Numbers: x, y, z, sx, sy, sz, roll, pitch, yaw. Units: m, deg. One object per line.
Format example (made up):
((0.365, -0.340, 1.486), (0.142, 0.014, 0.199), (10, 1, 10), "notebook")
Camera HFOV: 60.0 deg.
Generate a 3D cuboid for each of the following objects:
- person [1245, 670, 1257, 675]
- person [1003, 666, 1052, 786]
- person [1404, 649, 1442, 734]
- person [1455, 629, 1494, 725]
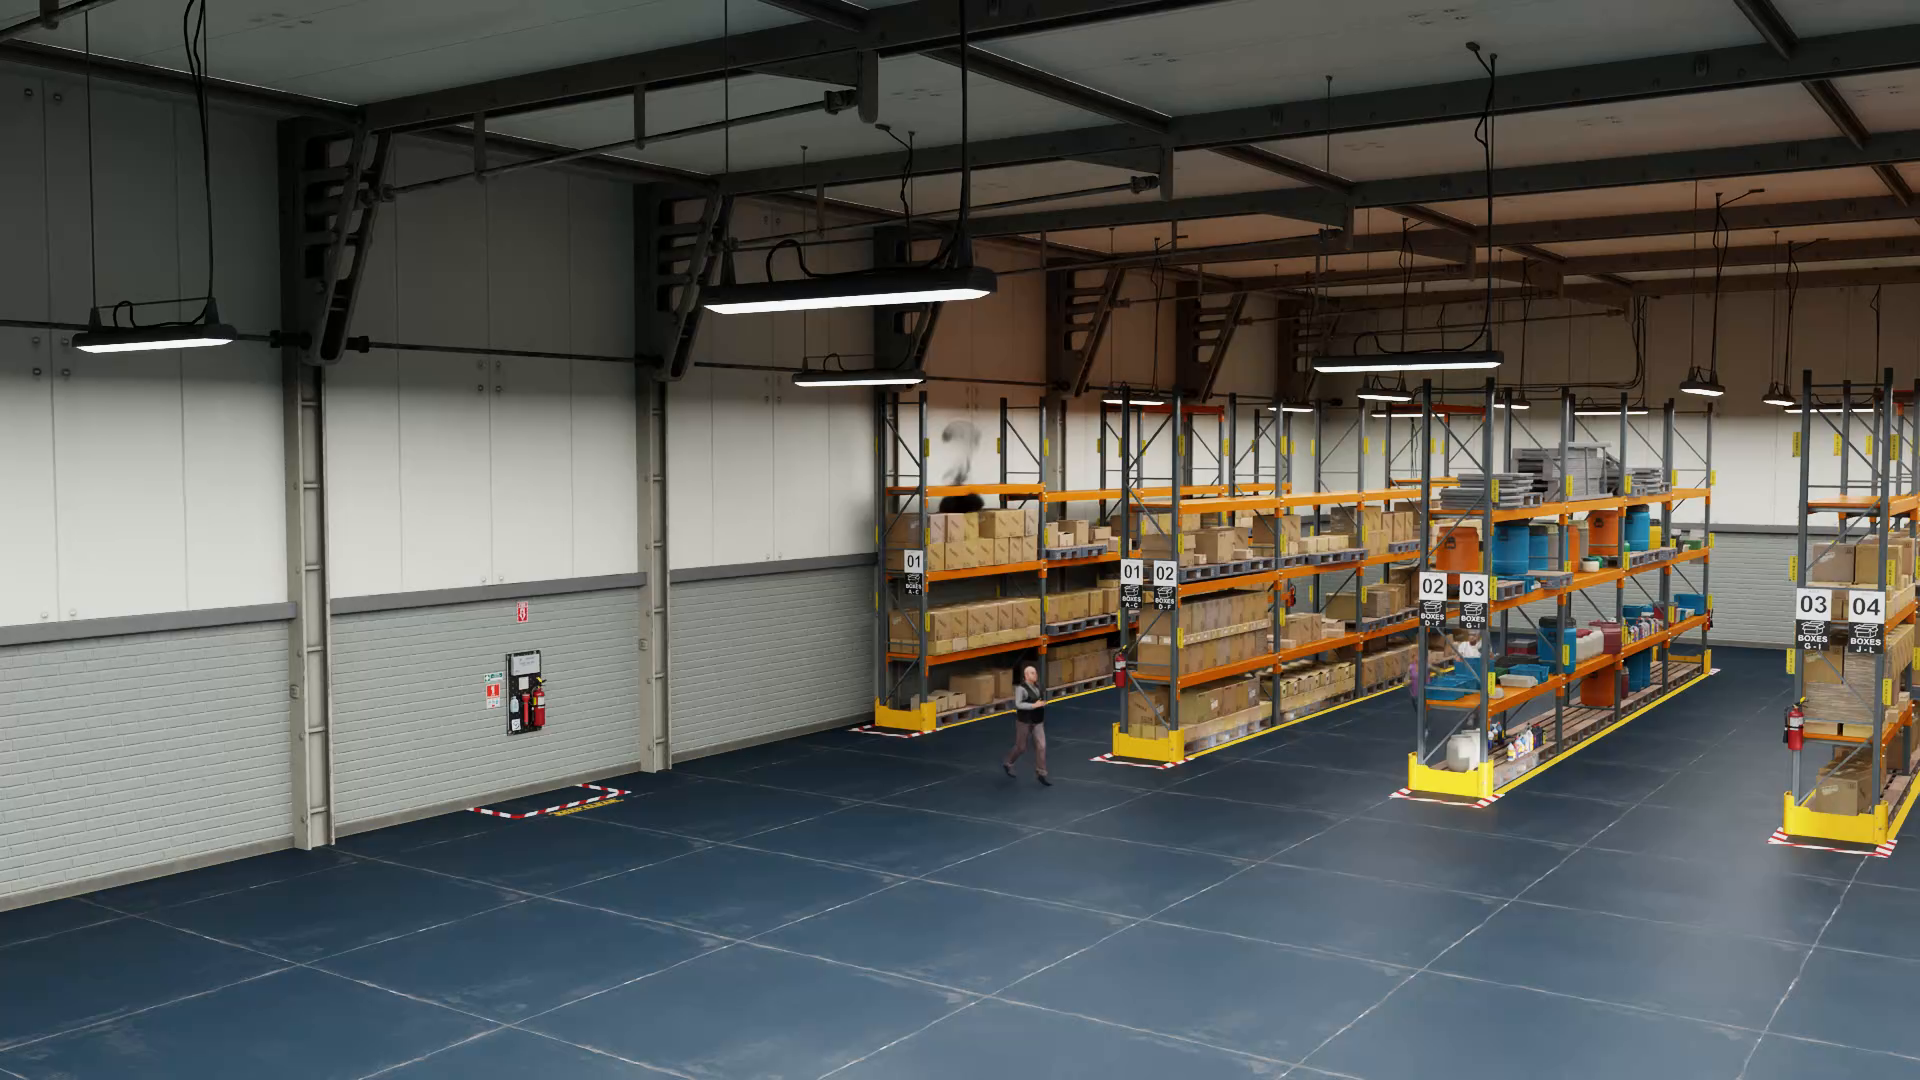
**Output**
((5.873, 2.289, 34.144), (0.612, 1.658, 0.548), (3, 4, 40), "person")
((1.016, 2.738, 24.758), (0.645, 1.732, 0.948), (-3, 4, -40), "person")
((7.801, 2.639, 28.101), (0.545, 1.589, 0.813), (3, 4, 41), "person")
((9.372, 2.468, 30.343), (0.673, 1.790, 0.814), (2, 4, 27), "person")
